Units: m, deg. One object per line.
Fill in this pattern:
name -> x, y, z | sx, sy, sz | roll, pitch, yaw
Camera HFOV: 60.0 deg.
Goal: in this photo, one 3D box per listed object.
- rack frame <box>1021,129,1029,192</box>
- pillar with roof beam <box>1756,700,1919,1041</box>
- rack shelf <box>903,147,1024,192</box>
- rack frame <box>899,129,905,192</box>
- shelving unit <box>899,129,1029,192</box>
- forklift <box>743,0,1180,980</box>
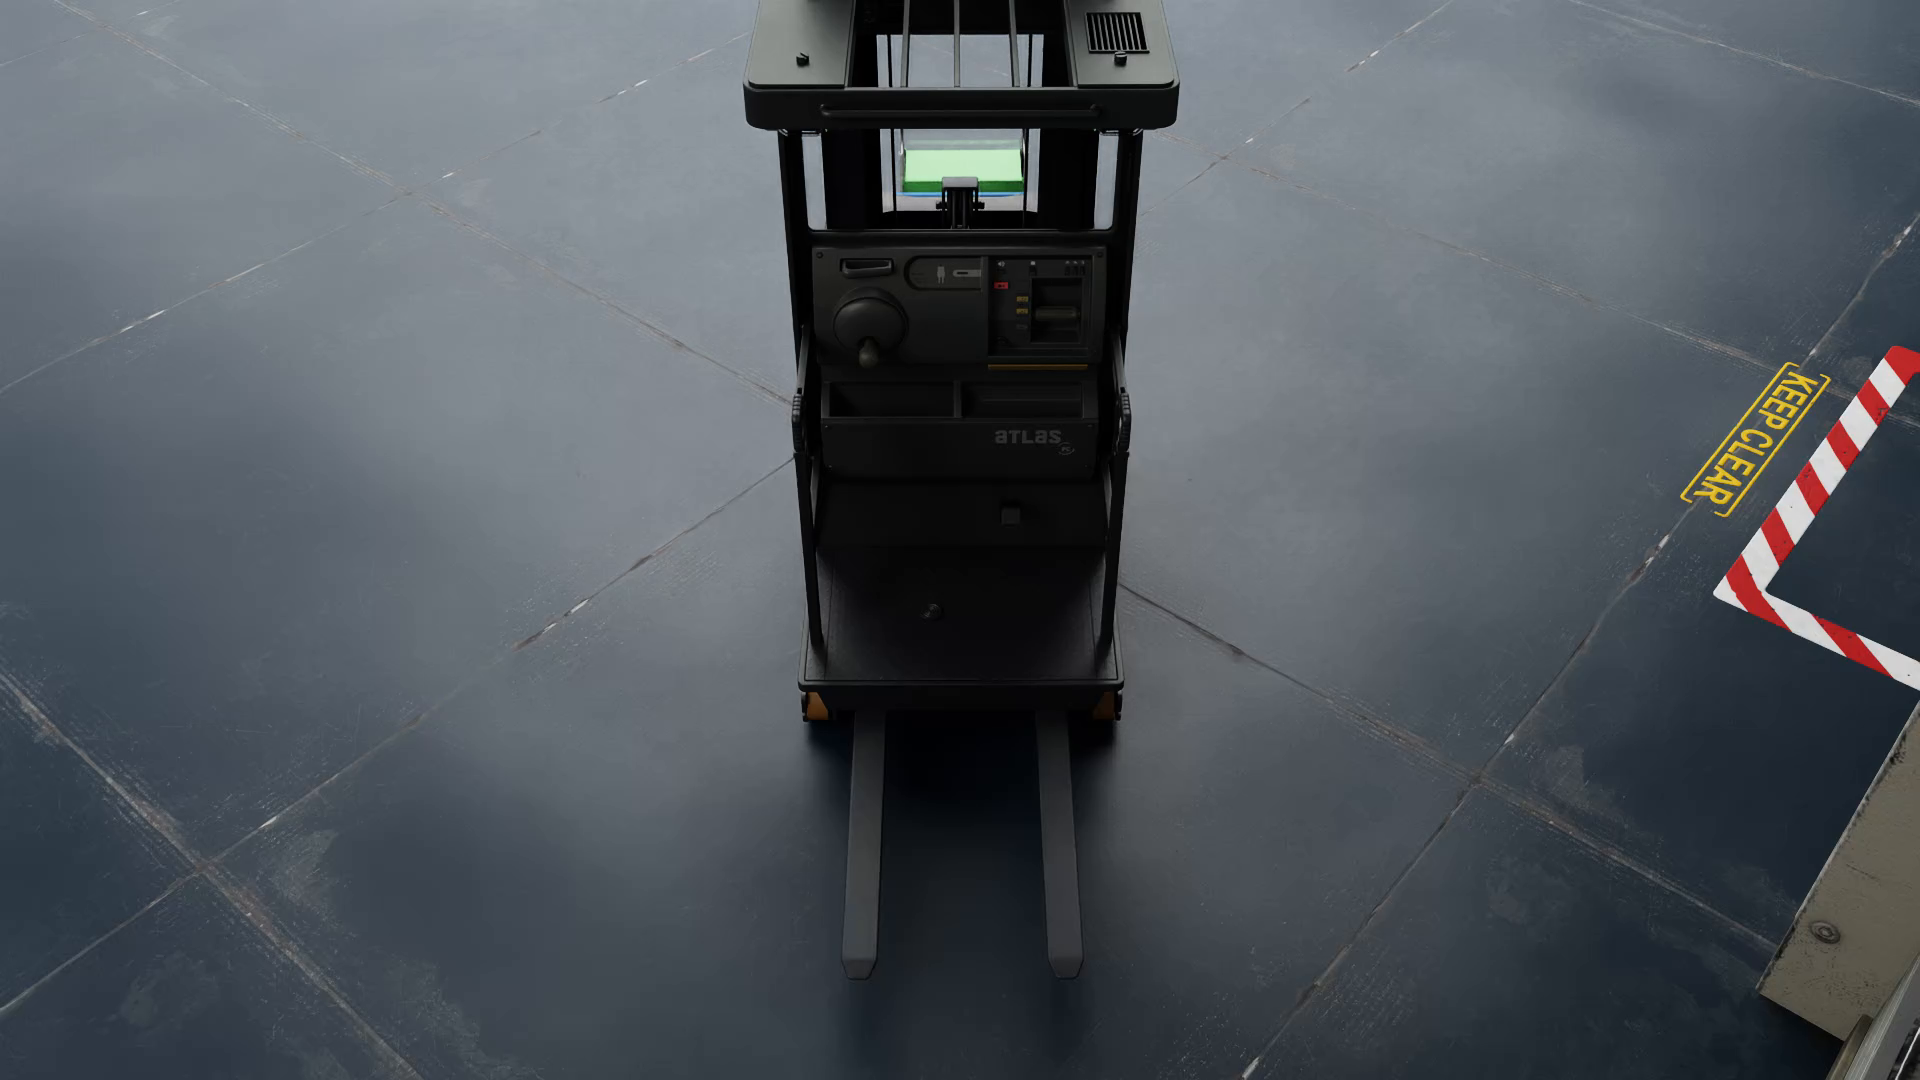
rack frame -> 0.257, -1.140, 6.943 | 0.015, 1.200, 0.240 | 0, 42, -1
pillar with roof beam -> -0.626, -3.857, 4.133 | 9.100, 9.000, 0.400 | 29, 50, 28
rack shelf -> 0.013, -1.446, 6.660 | 0.480, 0.148, 0.258 | 0, 42, -1
rack frame -> -0.231, -1.136, 6.938 | 0.015, 1.200, 0.240 | 0, 42, -1
shelving unit -> 0.013, -1.138, 6.940 | 0.503, 1.200, 0.258 | 0, 42, -1
forklift -> 0.002, -0.660, 5.128 | 1.130, 2.935, 3.031 | 0, 42, 0
